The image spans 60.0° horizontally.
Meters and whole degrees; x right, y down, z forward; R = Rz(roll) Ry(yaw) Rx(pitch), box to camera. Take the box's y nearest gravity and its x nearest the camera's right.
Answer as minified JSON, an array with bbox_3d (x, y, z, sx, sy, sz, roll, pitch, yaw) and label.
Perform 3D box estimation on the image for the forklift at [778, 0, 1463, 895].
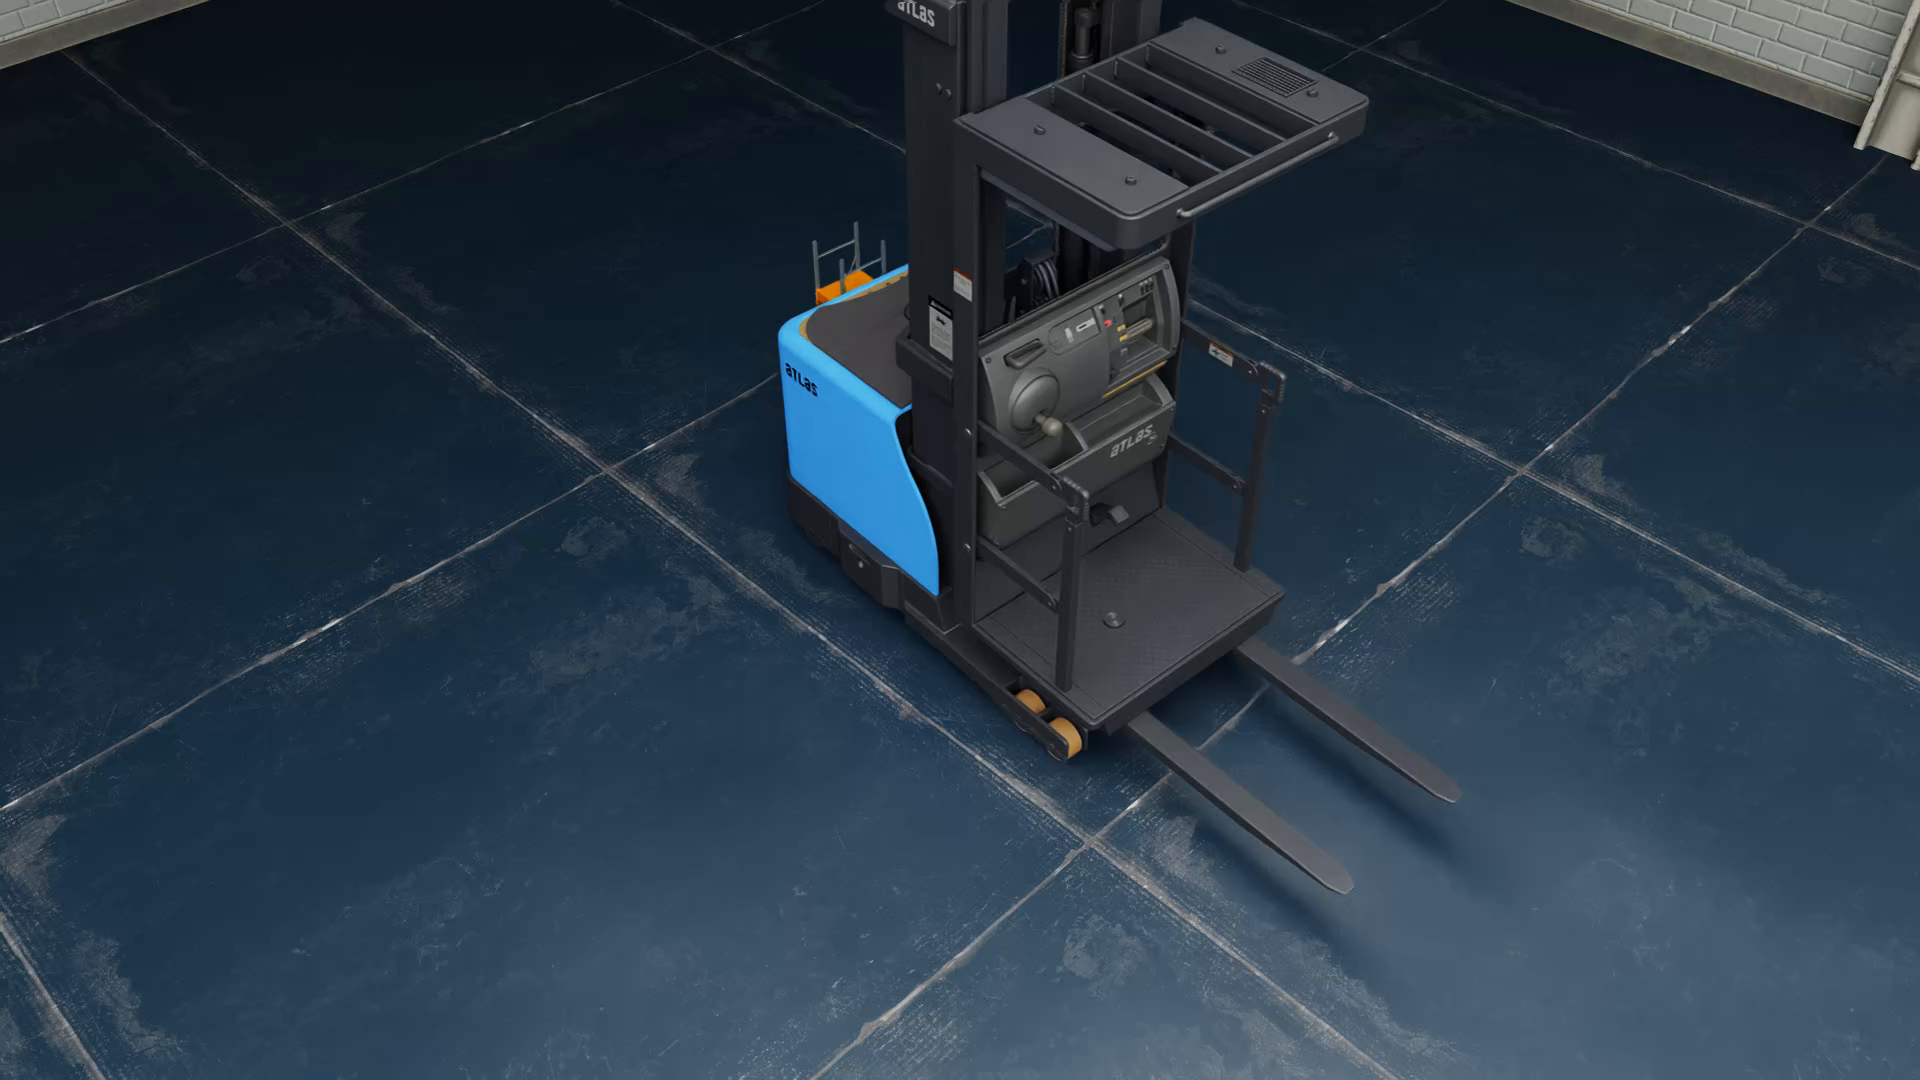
[{"bbox_3d":[0.587,-0.616,5.874,1.130,2.935,3.031,-30,51,-29],"label":"forklift"}]

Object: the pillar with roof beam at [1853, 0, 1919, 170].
[{"bbox_3d":[2.516,-3.563,4.593,9.100,9.000,0.400,-34,53,-31],"label":"pillar with roof beam"}]

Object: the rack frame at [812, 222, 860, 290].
[{"bbox_3d":[-0.526,-0.858,7.412,0.240,1.200,0.006,-30,51,-29],"label":"rack frame"}]

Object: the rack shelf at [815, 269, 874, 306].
[{"bbox_3d":[-0.466,-1.043,7.147,0.258,0.103,0.180,-30,51,-29],"label":"rack shelf"}]

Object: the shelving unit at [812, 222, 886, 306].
[{"bbox_3d":[-0.466,-0.811,7.361,0.258,1.200,0.189,-30,51,-29],"label":"shelving unit"}]

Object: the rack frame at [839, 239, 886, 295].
[{"bbox_3d":[-0.406,-0.764,7.310,0.240,1.200,0.006,-30,51,-29],"label":"rack frame"}]
